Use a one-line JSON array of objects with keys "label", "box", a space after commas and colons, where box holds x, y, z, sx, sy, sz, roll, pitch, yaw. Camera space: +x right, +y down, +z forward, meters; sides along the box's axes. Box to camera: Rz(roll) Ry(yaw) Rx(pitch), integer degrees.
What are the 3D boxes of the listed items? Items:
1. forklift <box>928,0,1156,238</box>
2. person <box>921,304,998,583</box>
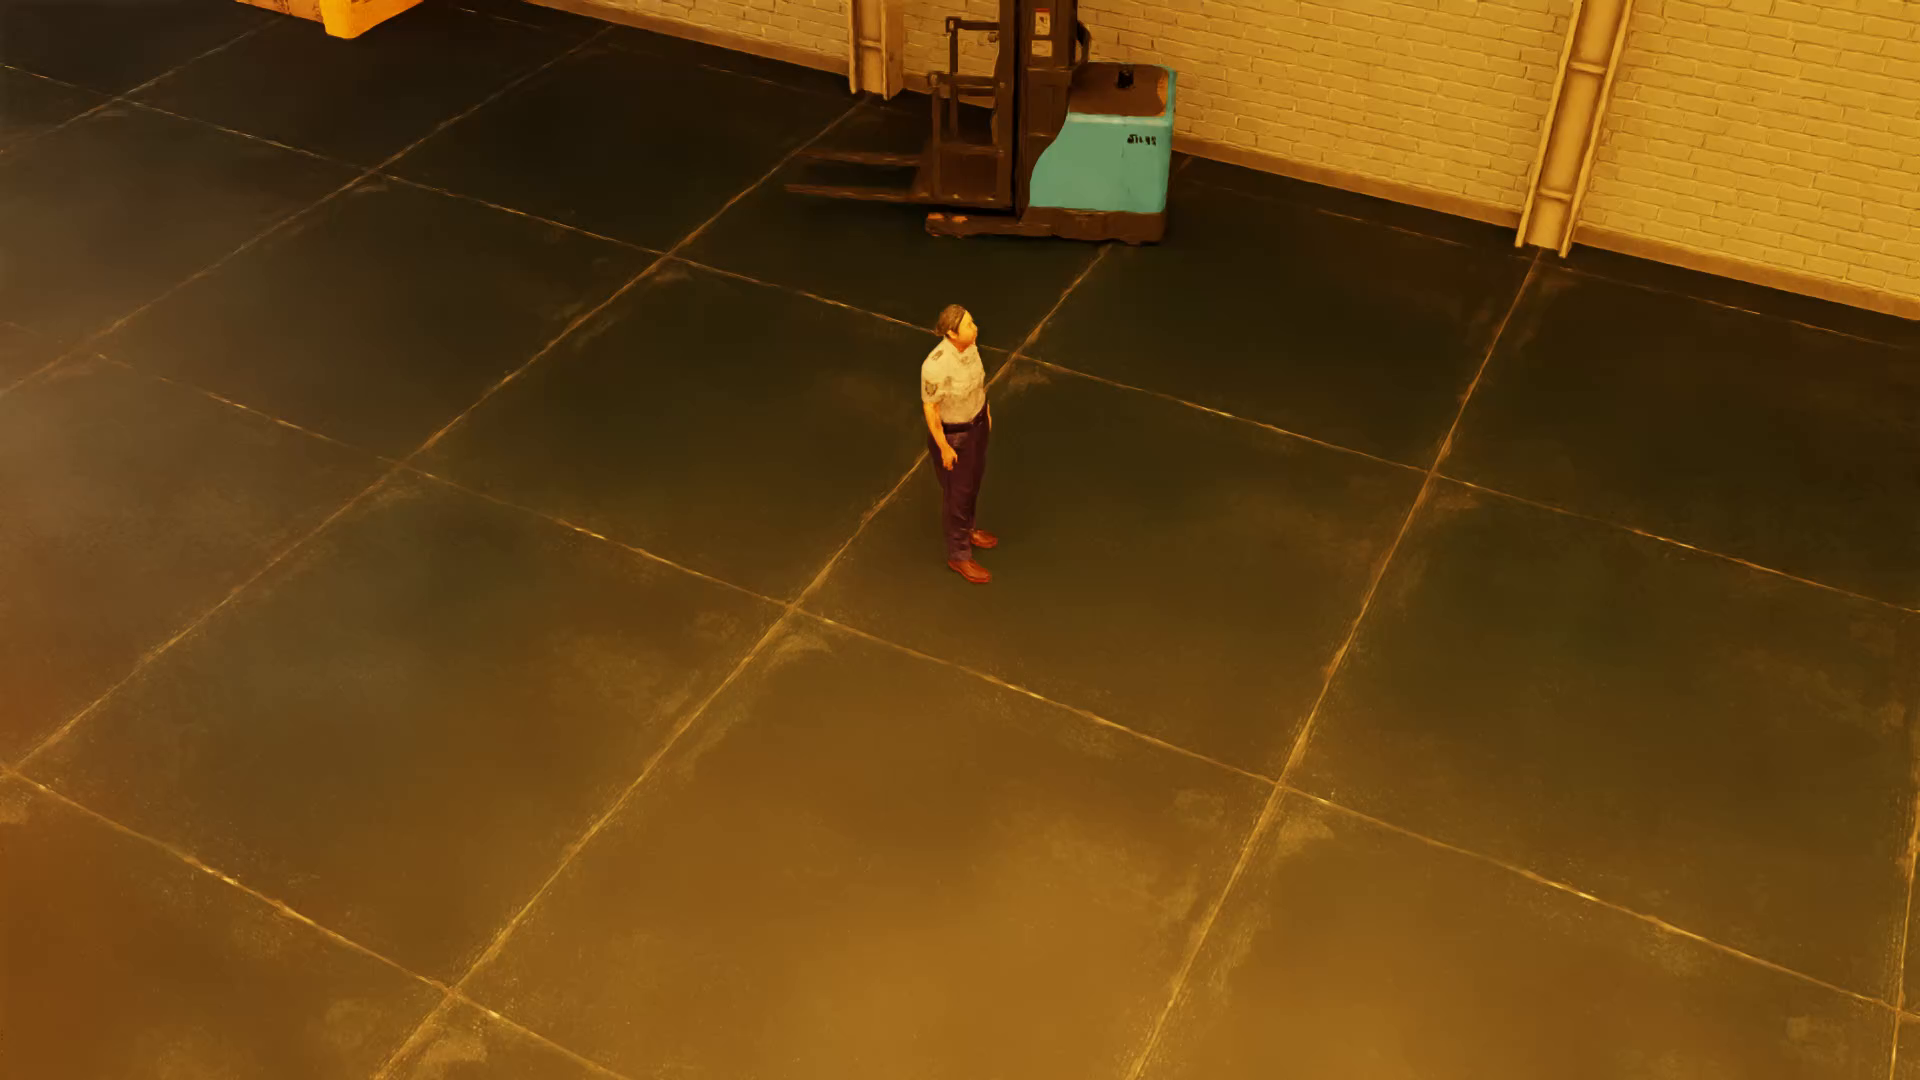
[{"label": "forklift", "box": [0.150, -3.837, 12.542, 3.031, 2.935, 1.121, 5, 40, 6]}, {"label": "person", "box": [0.069, -0.596, 9.679, 0.502, 1.650, 0.599, 18, 43, 21]}]
